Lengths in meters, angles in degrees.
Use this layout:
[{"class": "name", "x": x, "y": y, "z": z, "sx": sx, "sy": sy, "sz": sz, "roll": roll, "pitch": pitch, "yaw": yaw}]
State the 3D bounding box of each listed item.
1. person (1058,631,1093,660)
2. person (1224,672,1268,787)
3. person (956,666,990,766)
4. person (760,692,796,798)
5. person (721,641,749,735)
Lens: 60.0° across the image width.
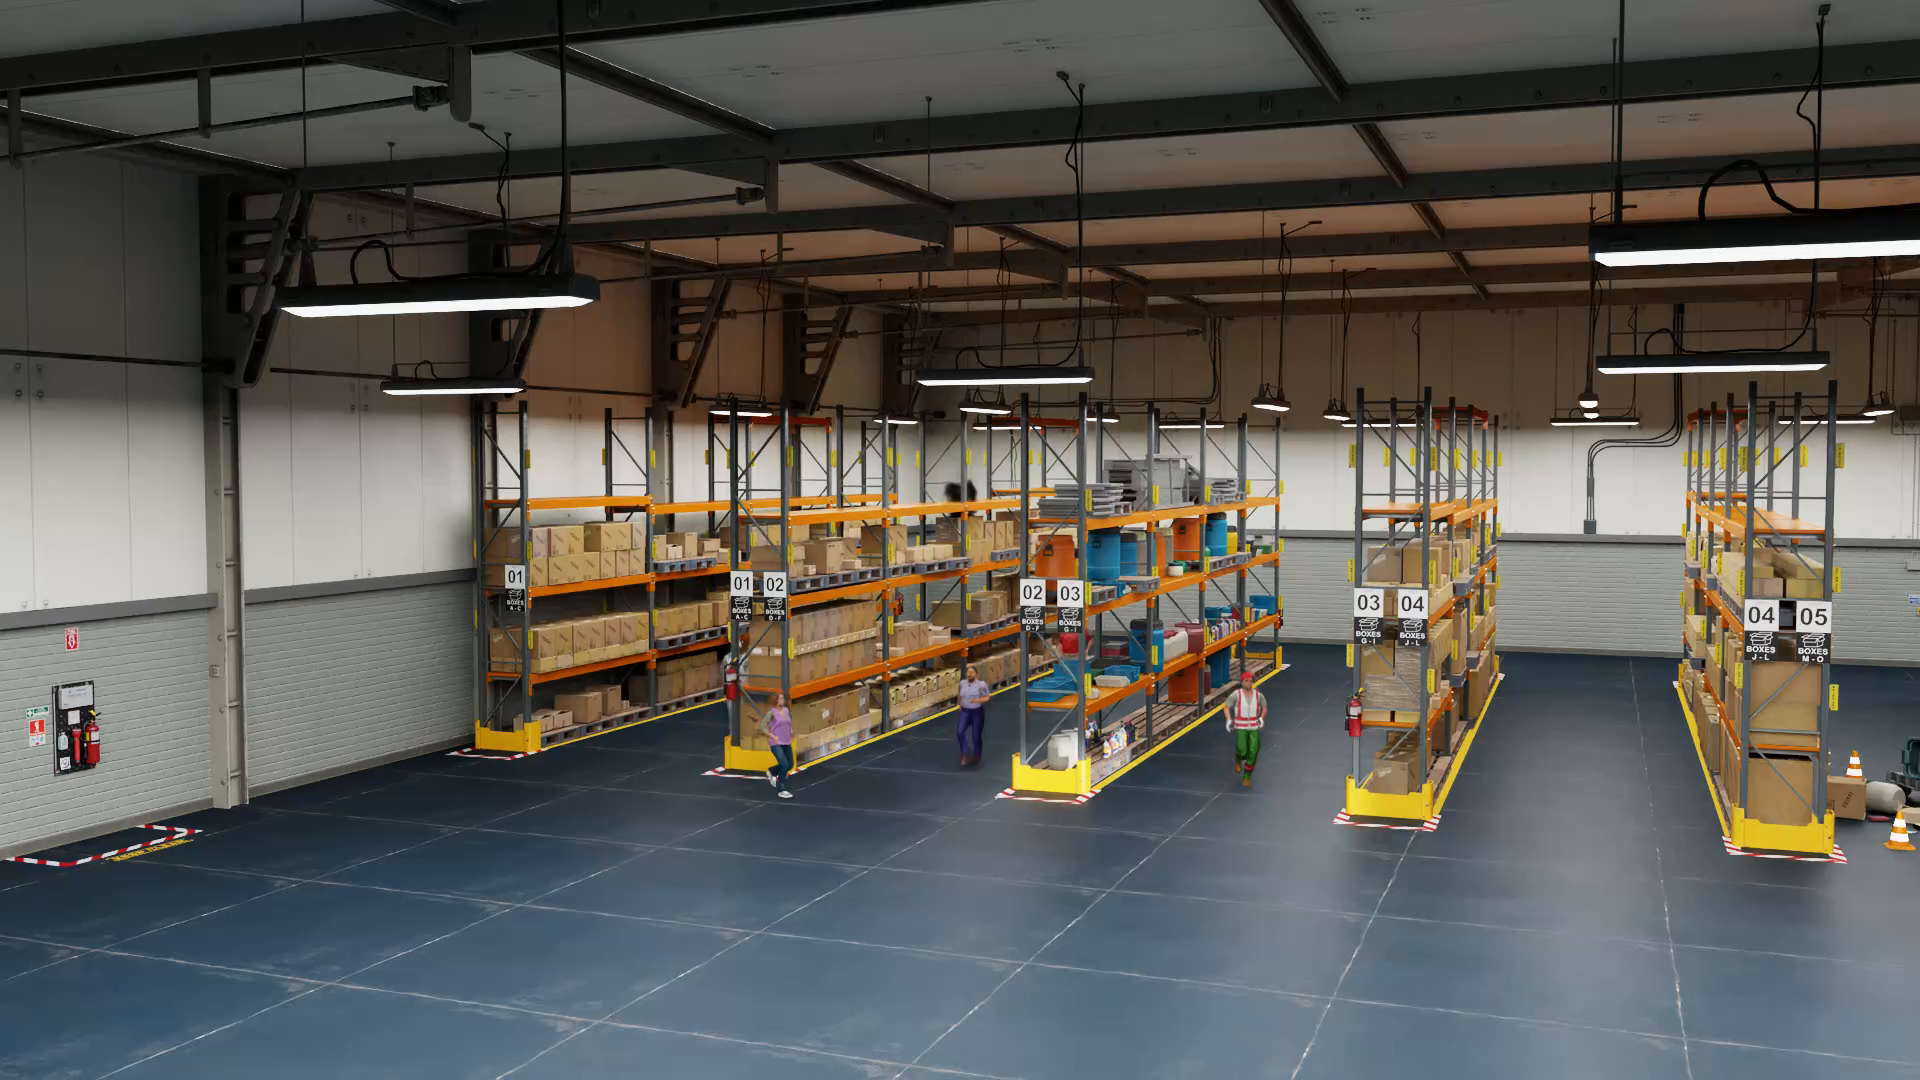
[{"class": "person", "x": 2.184, "y": 2.309, "z": 32.098, "sx": 0.677, "sy": 1.683, "sz": 0.926, "roll": 1, "pitch": 3, "yaw": 23}, {"class": "person", "x": 4.412, "y": 2.889, "z": 25.564, "sx": 0.671, "sy": 1.725, "sz": 0.569, "roll": 0, "pitch": 3, "yaw": -3}, {"class": "person", "x": 0.210, "y": 2.881, "z": 27.176, "sx": 0.590, "sy": 1.631, "sz": 0.727, "roll": 1, "pitch": 3, "yaw": 15}, {"class": "person", "x": -2.709, "y": 3.024, "z": 24.663, "sx": 0.622, "sy": 1.550, "sz": 0.539, "roll": 3, "pitch": 4, "yaw": 44}, {"class": "person", "x": -4.004, "y": 2.655, "z": 30.065, "sx": 0.663, "sy": 1.764, "sz": 0.966, "roll": 1, "pitch": 3, "yaw": 14}]
